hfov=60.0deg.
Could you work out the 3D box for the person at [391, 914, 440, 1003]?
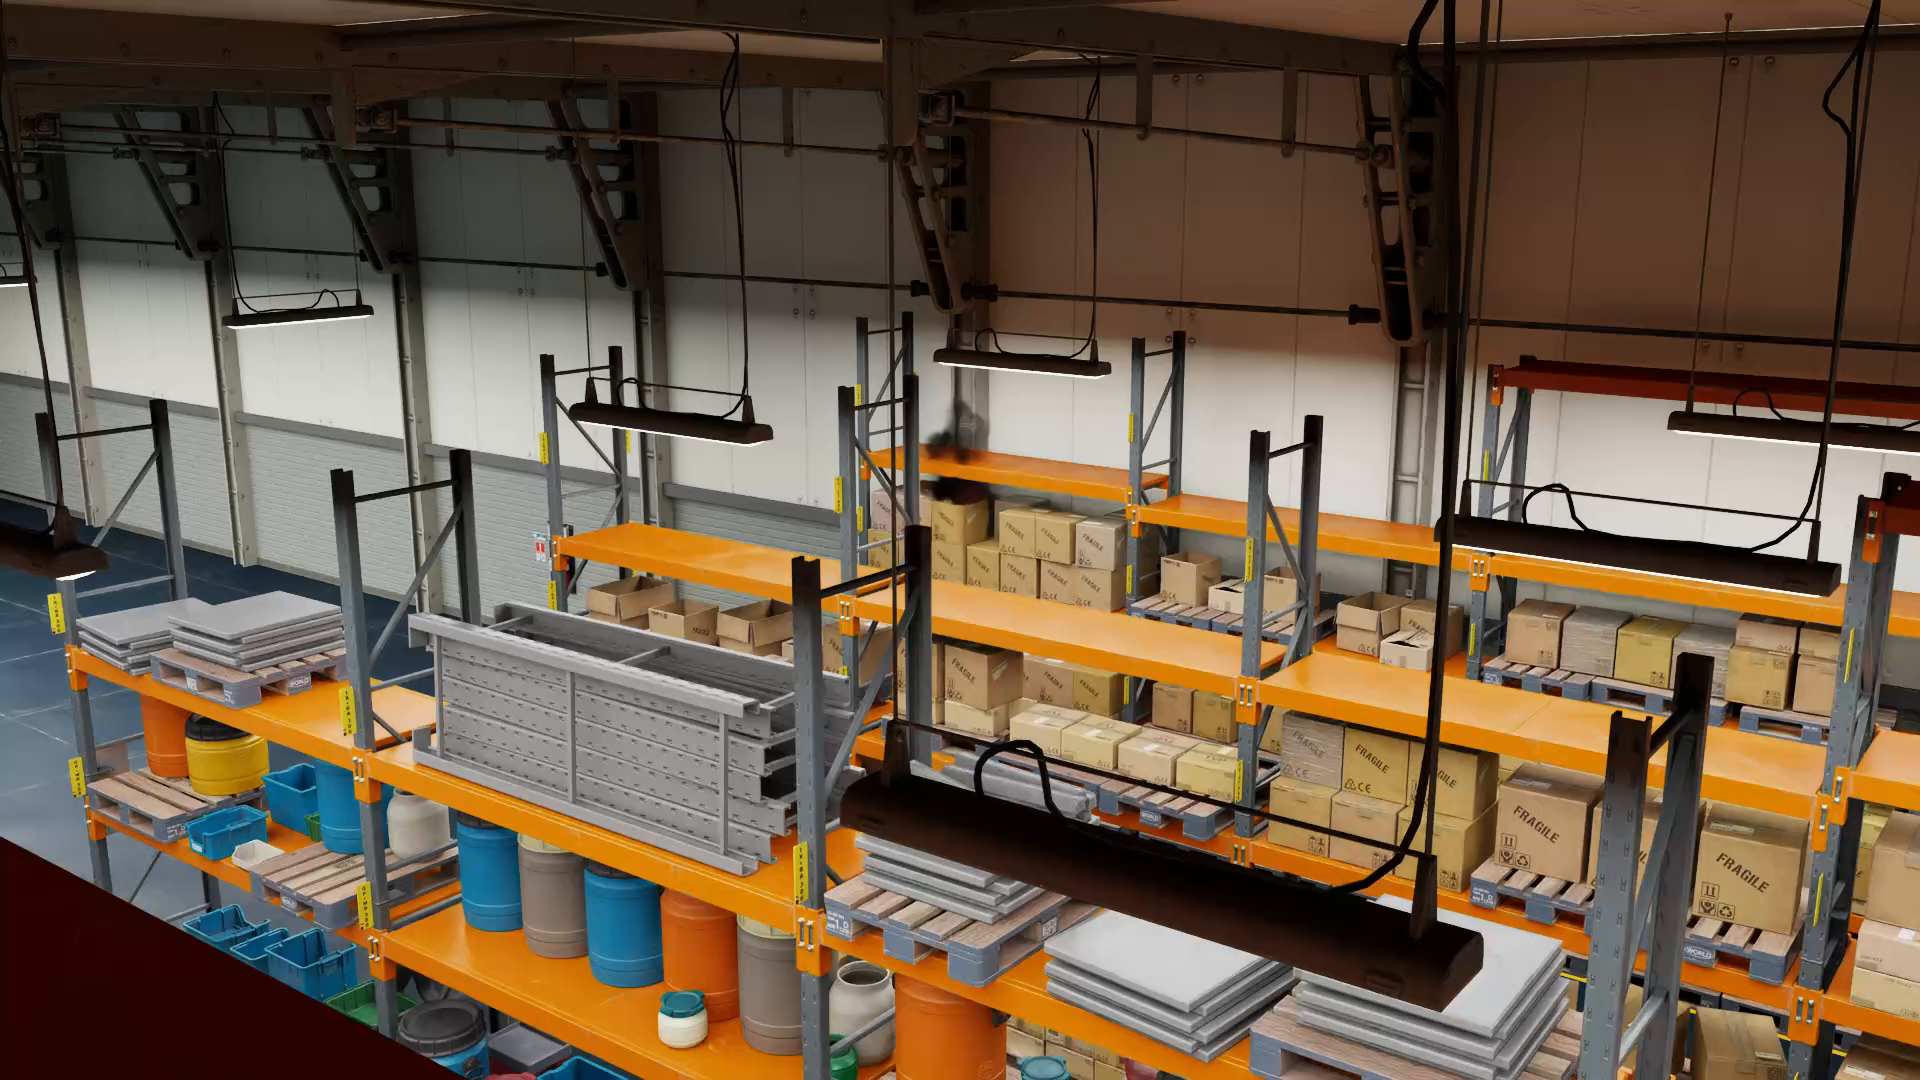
[{"bbox_3d":[-4.955,3.807,15.095,0.900,1.663,0.574,7,15,27],"label":"person"}]
